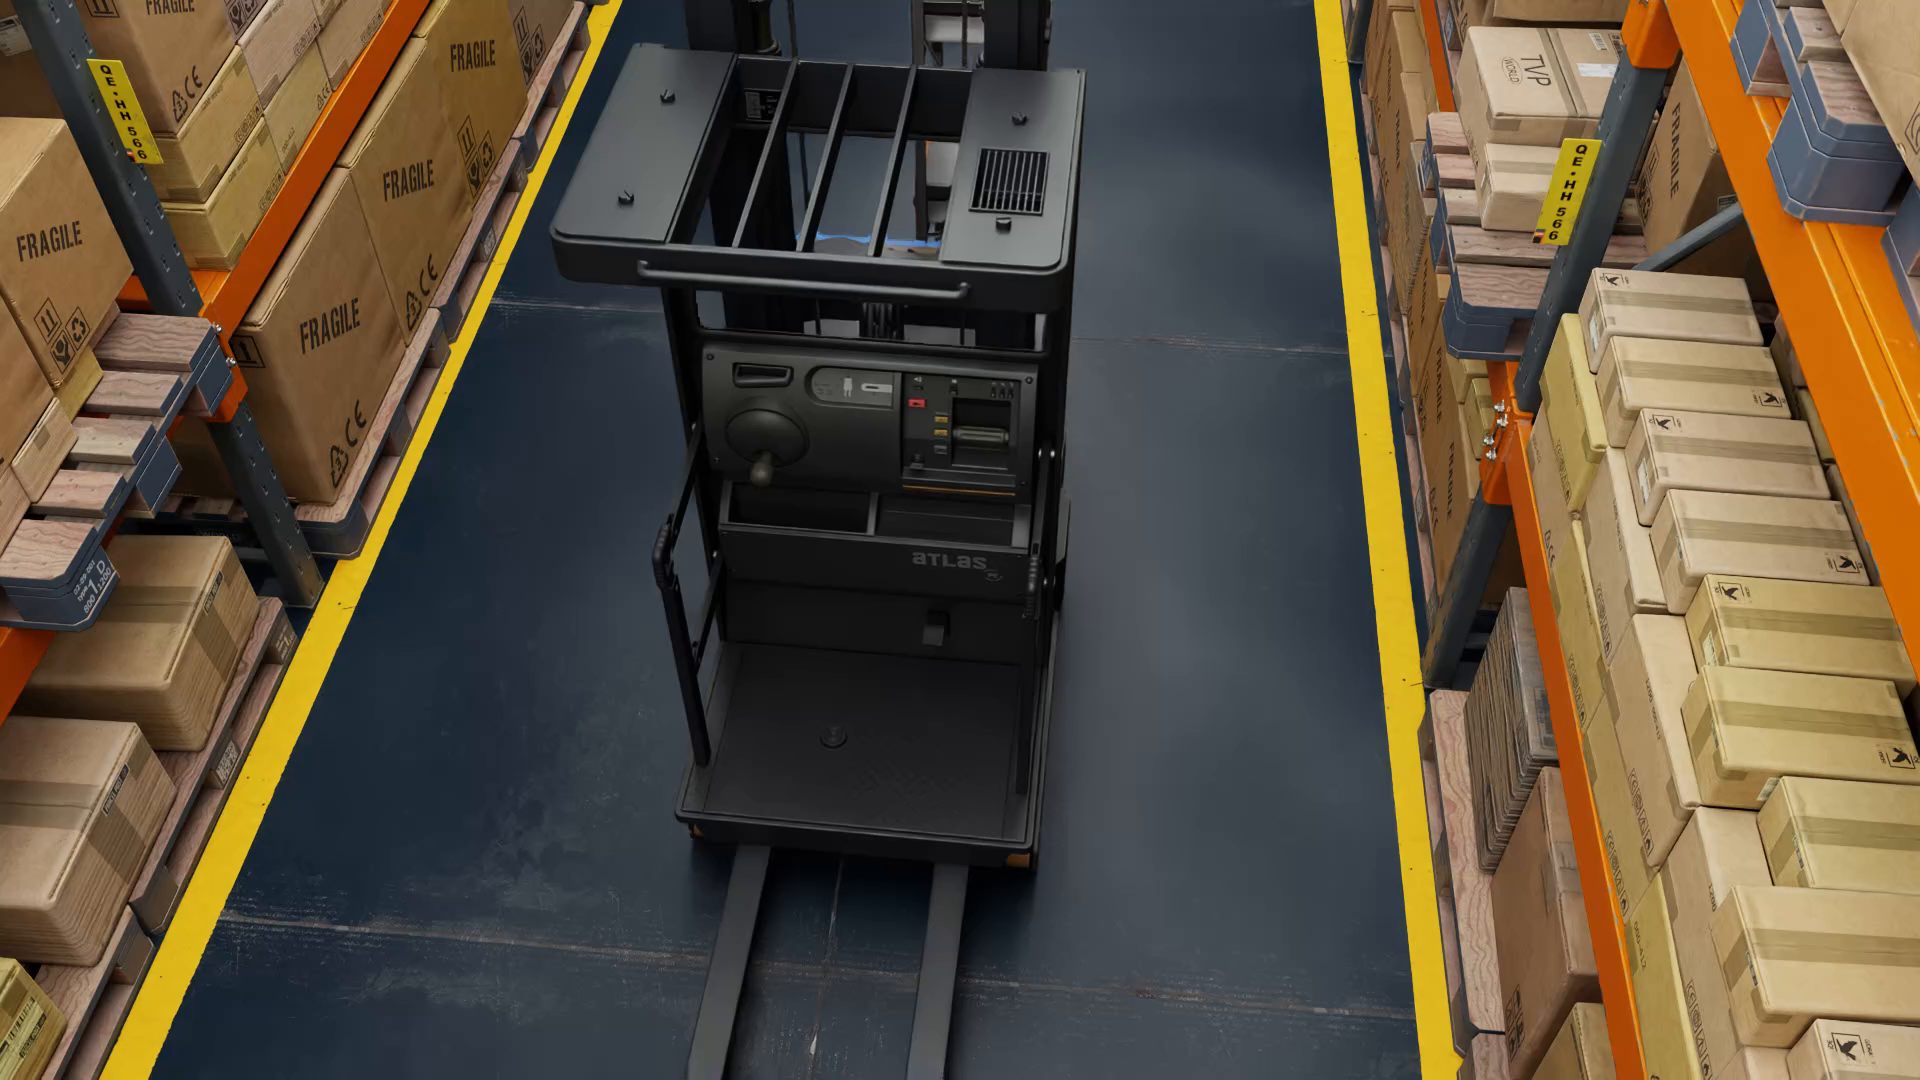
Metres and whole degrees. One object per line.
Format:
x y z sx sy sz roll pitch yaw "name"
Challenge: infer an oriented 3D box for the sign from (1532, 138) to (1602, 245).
1.573 -0.898 4.308 0.100 0.325 0.005 4 48 4 "sign"

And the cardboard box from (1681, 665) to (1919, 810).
1.685 0.406 3.338 0.380 0.149 0.250 5 48 4 "cardboard box"

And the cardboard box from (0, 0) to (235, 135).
-2.541 -1.553 4.892 0.500 0.500 0.500 2 48 2 "cardboard box"

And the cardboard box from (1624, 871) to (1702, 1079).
1.691 0.985 3.418 0.500 0.250 0.500 5 48 5 "cardboard box"

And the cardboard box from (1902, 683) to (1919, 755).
2.257 0.470 3.550 0.500 0.250 0.500 4 48 3 "cardboard box"

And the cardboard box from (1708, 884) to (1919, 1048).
1.594 0.775 3.001 0.380 0.149 0.250 3 48 2 "cardboard box"

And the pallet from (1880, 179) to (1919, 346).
2.042 -0.126 2.428 1.003 0.211 1.213 6 48 5 "pallet"

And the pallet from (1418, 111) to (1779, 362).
2.106 -0.942 5.209 1.213 0.211 1.003 4 48 4 "pallet"

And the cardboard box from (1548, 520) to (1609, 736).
1.780 0.225 4.113 0.500 0.250 0.500 3 48 3 "cardboard box"

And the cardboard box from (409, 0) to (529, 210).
-2.516 -2.074 7.270 0.875 0.875 0.875 5 48 5 "cardboard box"

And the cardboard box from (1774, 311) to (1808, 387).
2.286 -0.504 4.171 0.380 0.149 0.250 5 48 5 "cardboard box"

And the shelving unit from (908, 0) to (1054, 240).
0.078 -1.233 5.954 0.431 2.100 0.503 5 48 4 "shelving unit"

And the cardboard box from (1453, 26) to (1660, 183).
1.888 -1.393 5.308 0.500 0.250 0.500 2 48 2 "cardboard box"

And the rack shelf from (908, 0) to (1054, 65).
0.078 -1.696 5.448 0.431 0.518 0.480 5 48 4 "rack shelf"

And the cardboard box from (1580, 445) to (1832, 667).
1.784 0.055 3.930 0.500 0.250 0.500 5 48 5 "cardboard box"

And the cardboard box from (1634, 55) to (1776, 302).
2.317 -1.048 4.823 0.500 0.500 0.500 6 48 5 "cardboard box"

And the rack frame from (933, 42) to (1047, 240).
0.104 -1.412 6.118 0.400 2.100 0.015 5 48 4 "rack frame"

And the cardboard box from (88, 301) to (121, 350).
-2.625 -0.636 4.684 0.380 0.149 0.250 5 48 5 "cardboard box"

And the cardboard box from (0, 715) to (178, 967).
-2.950 0.867 4.921 0.950 0.372 0.625 3 48 3 "cardboard box"

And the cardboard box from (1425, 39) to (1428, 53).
2.209 -2.115 7.121 0.380 0.149 0.250 3 48 3 "cardboard box"

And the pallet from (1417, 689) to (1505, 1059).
2.000 1.039 5.157 1.003 0.211 1.213 4 48 4 "pallet"

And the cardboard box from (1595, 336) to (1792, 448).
1.769 -0.346 4.027 0.380 0.149 0.250 5 48 4 "cardboard box"

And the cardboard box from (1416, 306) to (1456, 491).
1.995 -0.495 6.079 0.500 0.500 0.500 3 48 3 "cardboard box"

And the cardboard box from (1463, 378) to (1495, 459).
1.907 -0.401 5.554 0.380 0.149 0.250 2 48 2 "cardboard box"

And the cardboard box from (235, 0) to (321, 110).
-2.489 -1.689 5.525 0.500 0.250 0.500 5 48 4 "cardboard box"

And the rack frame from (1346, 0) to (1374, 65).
2.479 -3.444 7.367 1.000 3.000 0.127 4 48 4 "rack frame"

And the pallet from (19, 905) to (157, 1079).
-3.016 1.574 4.668 1.003 0.211 1.213 4 48 4 "pallet"

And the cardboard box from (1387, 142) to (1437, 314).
2.068 -1.262 6.781 0.500 0.500 0.500 2 48 2 "cardboard box"

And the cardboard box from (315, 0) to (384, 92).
-2.451 -1.891 6.049 0.500 0.250 0.500 5 48 5 "cardboard box"

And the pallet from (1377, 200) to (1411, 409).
2.334 -1.003 7.025 1.003 0.211 1.213 4 48 4 "pallet"

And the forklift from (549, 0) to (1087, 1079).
-0.274 -0.225 4.469 1.130 2.935 3.031 5 48 4 "forklift"

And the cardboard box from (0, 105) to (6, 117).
-3.043 -1.604 4.939 0.500 0.500 0.500 3 48 2 "cardboard box"

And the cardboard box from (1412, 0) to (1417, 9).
2.233 -2.506 7.479 0.380 0.149 0.250 3 48 2 "cardboard box"

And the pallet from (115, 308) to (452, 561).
-2.682 -0.469 6.536 1.003 0.211 1.213 4 48 4 "pallet"

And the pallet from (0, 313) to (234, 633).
-2.788 -0.240 4.567 1.213 0.211 1.003 4 48 4 "pallet"

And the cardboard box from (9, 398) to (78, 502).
-2.556 -0.246 4.328 0.380 0.149 0.250 4 48 3 "cardboard box"

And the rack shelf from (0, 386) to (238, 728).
-3.012 0.877 3.903 1.077 0.370 4.000 4 48 4 "rack shelf"

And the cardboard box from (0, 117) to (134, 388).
-2.594 -0.759 4.357 0.500 0.500 0.500 3 48 2 "cardboard box"

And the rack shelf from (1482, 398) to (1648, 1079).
1.932 1.208 3.600 1.077 0.370 4.000 4 48 4 "rack shelf"

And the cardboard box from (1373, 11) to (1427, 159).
2.172 -2.010 7.465 0.500 0.500 0.500 3 48 3 "cardboard box"

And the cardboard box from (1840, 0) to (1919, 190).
1.859 -0.833 2.526 0.700 0.500 0.500 3 48 3 "cardboard box"

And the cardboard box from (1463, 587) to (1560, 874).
2.044 0.613 4.982 0.875 0.625 0.625 5 48 5 "cardboard box"

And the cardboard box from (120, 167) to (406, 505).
-2.684 -0.762 6.070 0.875 0.875 0.875 3 48 3 "cardboard box"

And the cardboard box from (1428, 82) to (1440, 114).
2.124 -1.751 6.789 0.380 0.149 0.250 5 48 5 "cardboard box"

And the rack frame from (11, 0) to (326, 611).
-2.829 -0.835 4.981 1.000 3.000 0.127 4 48 4 "rack frame"

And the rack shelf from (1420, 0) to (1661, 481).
2.296 -1.731 6.288 1.077 0.370 4.000 4 48 4 "rack shelf"

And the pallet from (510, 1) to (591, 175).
-2.460 -2.262 8.175 1.003 0.211 1.213 4 48 4 "pallet"

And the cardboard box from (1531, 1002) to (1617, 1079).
1.931 1.588 4.089 0.875 0.625 0.625 2 48 2 "cardboard box"

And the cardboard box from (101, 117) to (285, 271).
-2.534 -1.128 5.350 0.500 0.250 0.500 3 48 3 "cardboard box"

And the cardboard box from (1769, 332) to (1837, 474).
2.350 -0.274 4.231 0.500 0.250 0.500 5 48 4 "cardboard box"

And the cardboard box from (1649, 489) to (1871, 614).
1.760 0.037 3.676 0.380 0.149 0.250 4 48 4 "cardboard box"

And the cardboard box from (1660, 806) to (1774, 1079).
1.696 0.815 3.234 0.500 0.250 0.500 4 48 4 "cardboard box"
